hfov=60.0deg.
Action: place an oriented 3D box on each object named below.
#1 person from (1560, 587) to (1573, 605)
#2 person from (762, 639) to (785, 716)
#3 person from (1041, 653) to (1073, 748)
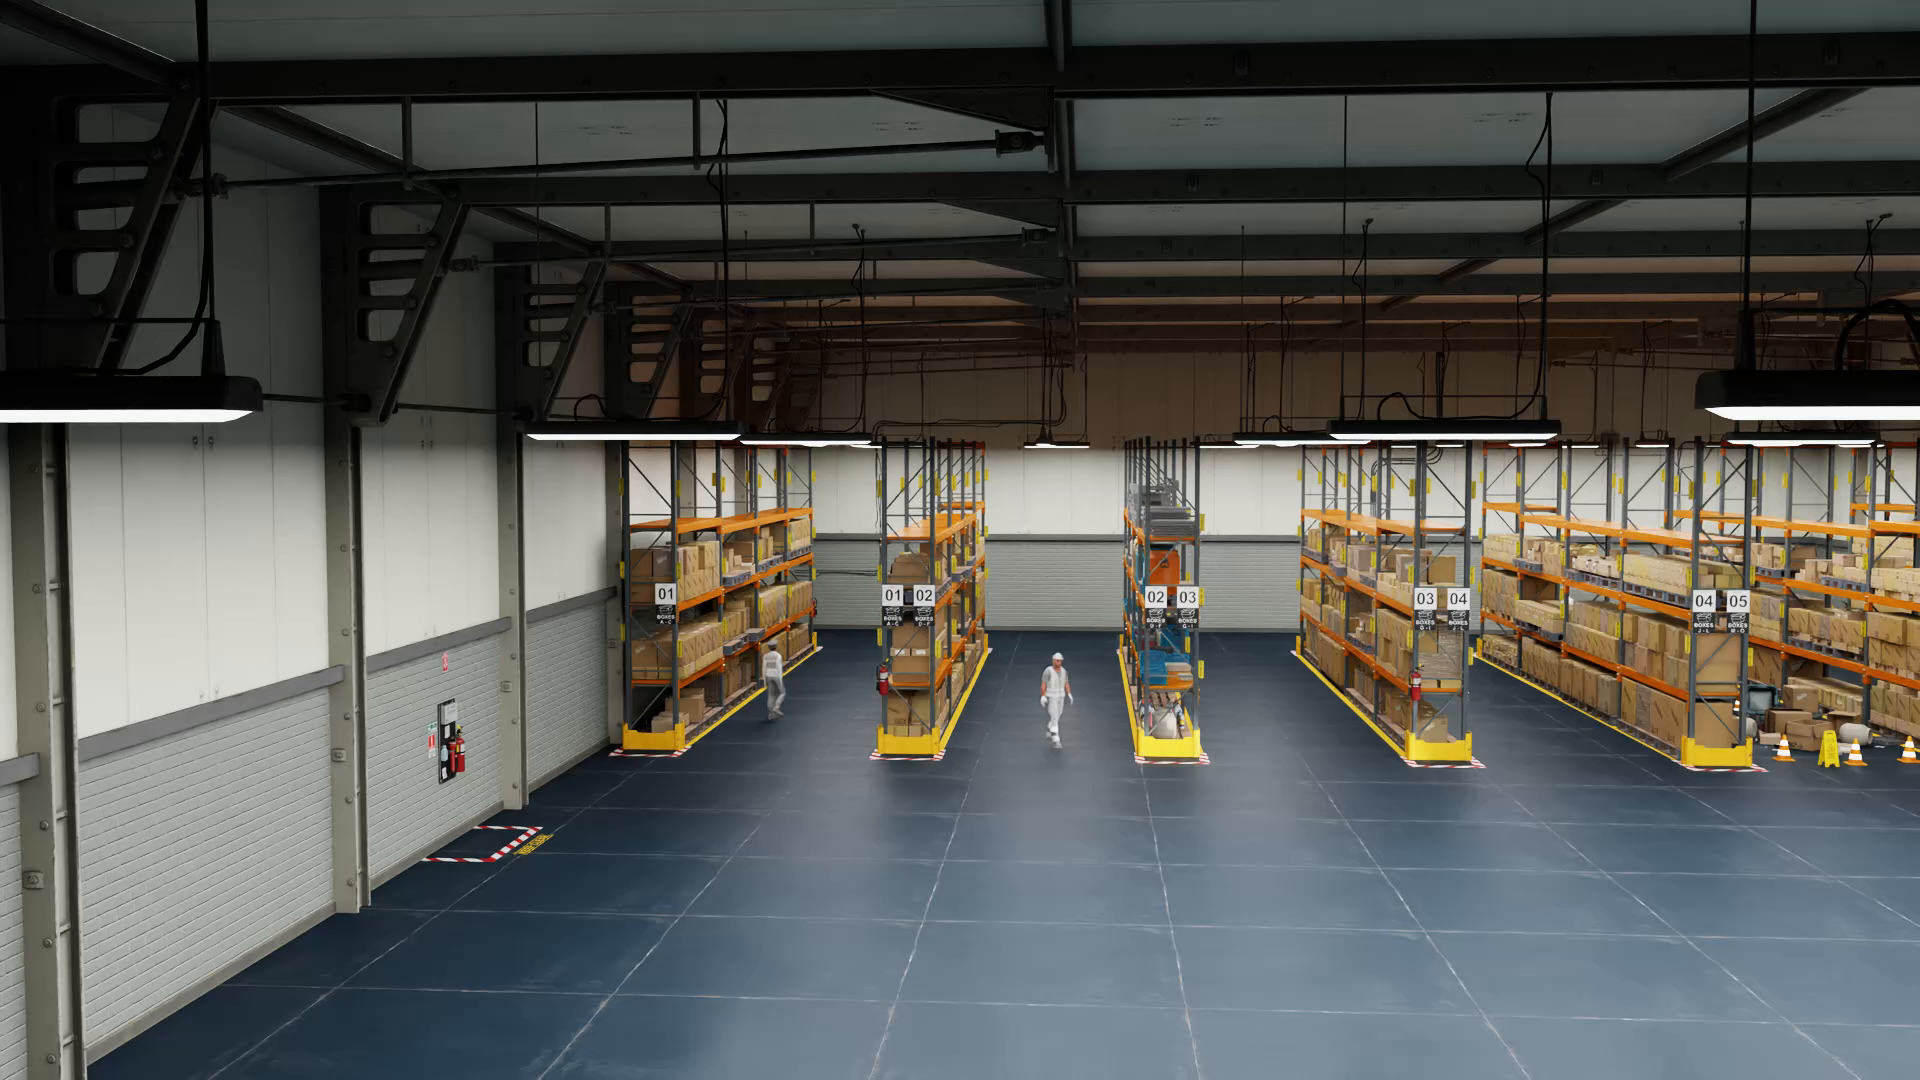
[{"bbox_3d":[17.785,1.815,49.021,0.352,0.899,0.567,-1,3,-23],"label":"person"},{"bbox_3d":[-4.002,2.941,35.579,0.504,1.611,0.410,1,3,18],"label":"person"},{"bbox_3d":[3.441,2.837,37.154,8.853,1.778,6.499,-2,4,-37],"label":"person"}]
